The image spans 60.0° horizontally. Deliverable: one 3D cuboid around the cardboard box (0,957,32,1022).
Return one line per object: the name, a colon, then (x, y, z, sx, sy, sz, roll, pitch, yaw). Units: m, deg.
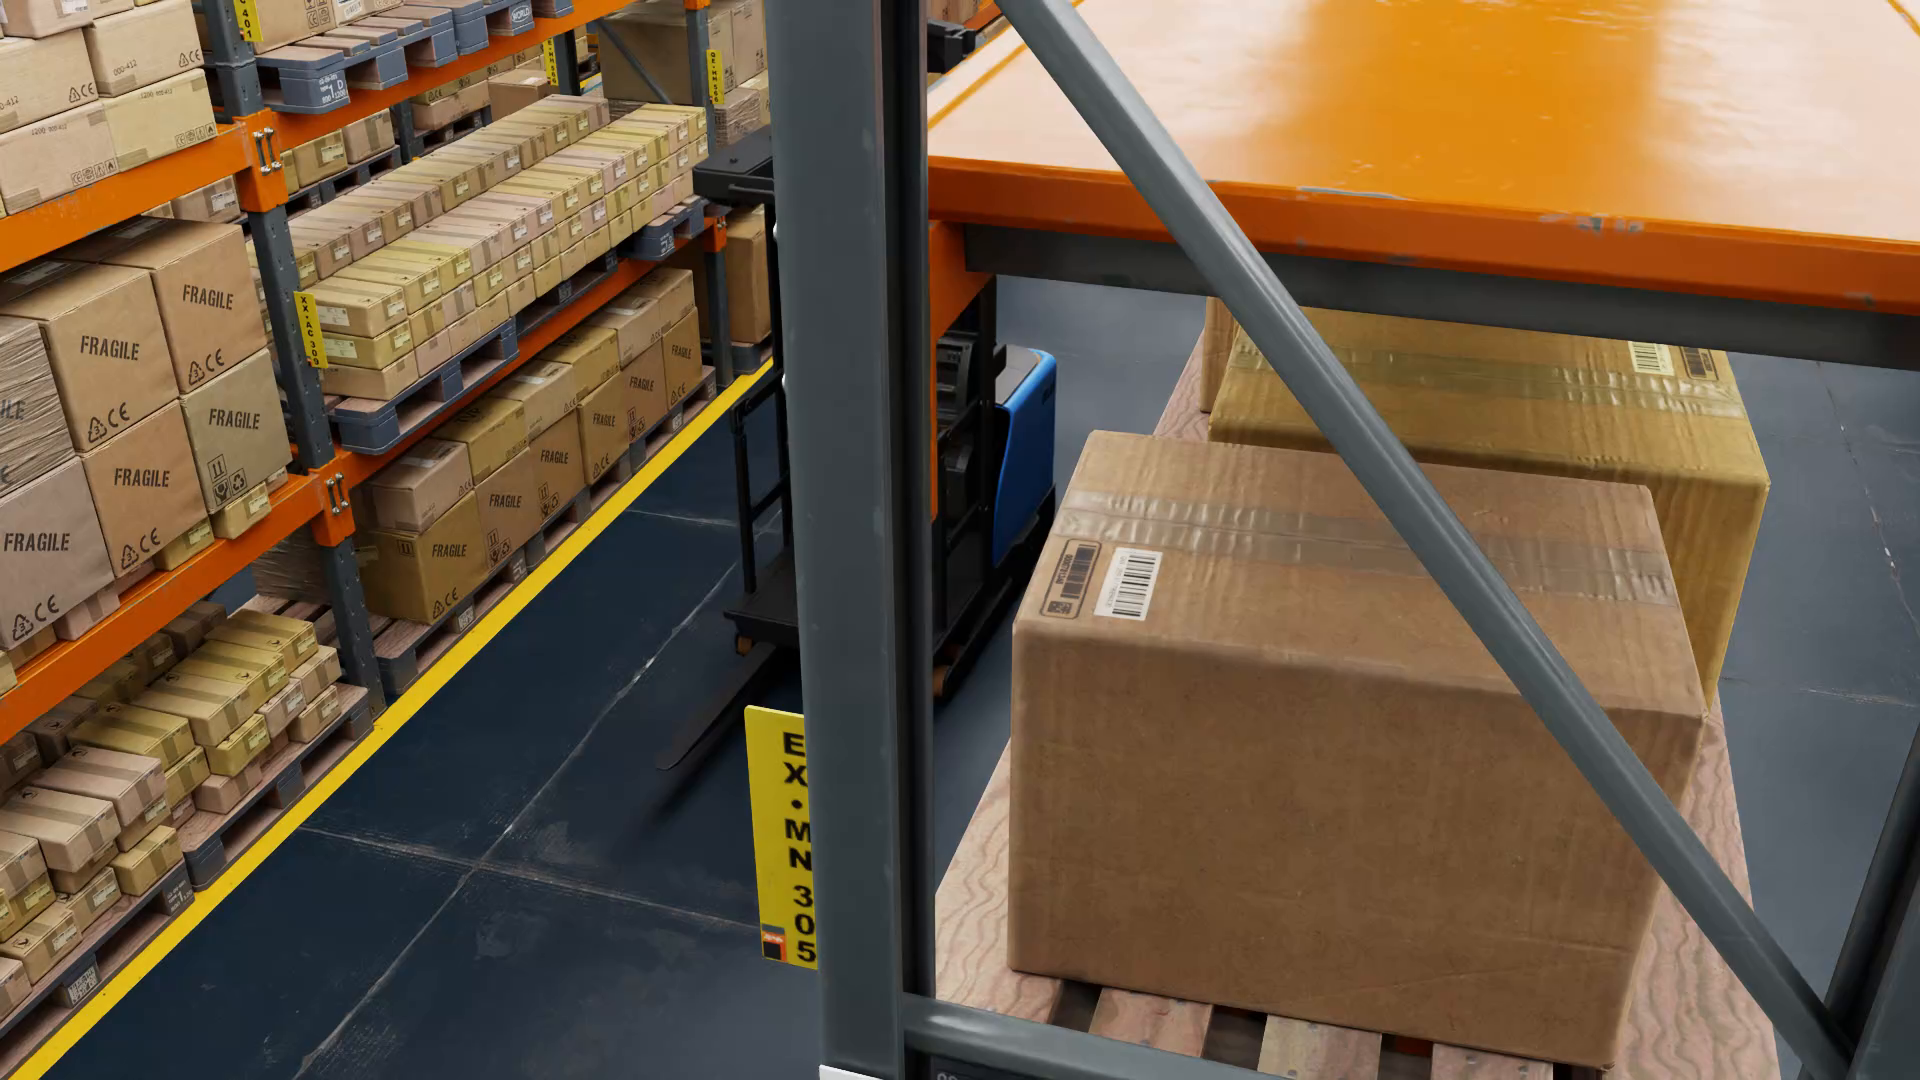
cardboard box: (-3.515, 1.580, 5.825, 0.380, 0.149, 0.250, 7, 30, 12)

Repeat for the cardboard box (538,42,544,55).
cardboard box: (-4.561, -5.449, 17.584, 0.500, 0.500, 0.500, 10, 31, 17)

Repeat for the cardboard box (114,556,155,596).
cardboard box: (-3.294, 0.081, 6.276, 0.380, 0.149, 0.250, 8, 30, 13)

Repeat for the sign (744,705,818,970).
sign: (-0.162, 0.311, 1.690, 0.100, 0.325, 0.005, 8, 30, 15)

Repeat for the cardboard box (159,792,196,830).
cardboard box: (-3.340, 1.084, 6.717, 0.380, 0.149, 0.250, 8, 30, 14)

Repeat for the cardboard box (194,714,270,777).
cardboard box: (-3.103, 0.823, 6.879, 0.380, 0.149, 0.250, 7, 30, 13)

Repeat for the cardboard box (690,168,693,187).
cardboard box: (-1.717, -2.193, 9.933, 0.380, 0.149, 0.250, 9, 30, 16)

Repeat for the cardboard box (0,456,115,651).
cardboard box: (-3.358, 0.008, 5.741, 0.500, 0.500, 0.500, 8, 30, 15)

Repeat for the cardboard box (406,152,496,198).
cardboard box: (-2.716, -1.950, 8.884, 0.380, 0.149, 0.250, 9, 30, 16)

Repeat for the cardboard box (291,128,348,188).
cardboard box: (-5.958, -3.389, 14.528, 0.950, 0.372, 0.625, 10, 31, 18)

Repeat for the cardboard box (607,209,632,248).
cardboard box: (-2.021, -1.718, 9.079, 0.380, 0.149, 0.250, 7, 30, 13)

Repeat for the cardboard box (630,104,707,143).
cardboard box: (-1.717, -2.455, 9.792, 0.380, 0.149, 0.250, 7, 30, 13)

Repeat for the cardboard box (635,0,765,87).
cardboard box: (-1.723, -3.337, 11.032, 0.700, 0.500, 0.500, 8, 30, 14)

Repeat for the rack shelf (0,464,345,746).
rack shelf: (-3.773, 0.688, 5.667, 1.077, 0.370, 4.000, 8, 30, 15)

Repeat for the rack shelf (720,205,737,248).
rack shelf: (-1.424, -3.029, 12.350, 1.077, 0.370, 4.000, 8, 30, 15)

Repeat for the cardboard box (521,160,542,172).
cardboard box: (-2.572, -2.054, 9.377, 0.380, 0.149, 0.250, 9, 30, 15)

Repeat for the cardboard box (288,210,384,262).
cardboard box: (-3.022, -1.470, 8.022, 0.380, 0.149, 0.250, 8, 30, 15)

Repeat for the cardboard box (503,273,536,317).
cardboard box: (-2.328, -1.227, 8.196, 0.380, 0.149, 0.250, 7, 30, 13)

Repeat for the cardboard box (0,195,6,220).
cardboard box: (-3.378, -1.068, 5.152, 0.500, 0.250, 0.500, 8, 30, 14)

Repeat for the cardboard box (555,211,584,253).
cardboard box: (-2.173, -1.604, 8.568, 0.380, 0.149, 0.250, 8, 30, 14)

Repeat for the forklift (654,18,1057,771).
forklift: (-0.460, -0.755, 7.592, 1.130, 2.935, 3.031, 10, 31, 18)

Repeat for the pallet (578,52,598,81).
pallet: (-4.719, -5.165, 18.318, 1.003, 0.211, 1.213, 8, 30, 15)

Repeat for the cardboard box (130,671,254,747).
cardboard box: (-3.144, 0.691, 6.812, 0.380, 0.149, 0.250, 8, 30, 14)

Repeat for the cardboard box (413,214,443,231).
cardboard box: (-2.874, -1.585, 8.535, 0.380, 0.149, 0.250, 9, 30, 15)

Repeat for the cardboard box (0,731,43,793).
cardboard box: (-3.857, 0.853, 6.520, 0.380, 0.149, 0.250, 9, 30, 16)

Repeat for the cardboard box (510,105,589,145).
cardboard box: (-2.409, -2.436, 9.757, 0.380, 0.149, 0.250, 8, 30, 14)

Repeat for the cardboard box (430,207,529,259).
cardboard box: (-2.326, -1.490, 8.058, 0.380, 0.149, 0.250, 8, 30, 14)

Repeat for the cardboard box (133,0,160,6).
cardboard box: (-3.016, -2.009, 5.920, 0.380, 0.149, 0.250, 7, 30, 13)

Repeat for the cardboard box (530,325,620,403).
cardboard box: (-2.264, -1.008, 9.344, 0.500, 0.250, 0.500, 9, 30, 16)

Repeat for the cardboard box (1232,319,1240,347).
cardboard box: (0.840, -0.264, 2.916, 0.700, 0.500, 0.500, 6, 30, 11)

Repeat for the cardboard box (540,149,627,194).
cardboard box: (-2.021, -1.981, 8.940, 0.380, 0.149, 0.250, 9, 30, 15)

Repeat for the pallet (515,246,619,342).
pallet: (-2.553, -1.405, 8.887, 1.003, 0.211, 1.213, 8, 30, 15)

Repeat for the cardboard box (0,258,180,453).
cardboard box: (-3.212, -0.668, 5.928, 0.500, 0.500, 0.500, 8, 30, 13)

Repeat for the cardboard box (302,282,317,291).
cardboard box: (-3.181, -1.095, 7.653, 0.380, 0.149, 0.250, 9, 30, 15)

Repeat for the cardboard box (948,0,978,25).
cardboard box: (-0.330, -5.005, 15.007, 0.875, 0.550, 0.550, 8, 30, 15)

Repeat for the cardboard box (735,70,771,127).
cardboard box: (-1.475, -2.865, 11.211, 0.500, 0.500, 0.500, 8, 30, 14)

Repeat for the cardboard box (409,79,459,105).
cardboard box: (-5.168, -4.478, 15.839, 0.500, 0.500, 0.500, 10, 31, 17)

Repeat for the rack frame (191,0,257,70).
rack frame: (-3.185, -3.177, 5.704, 1.000, 3.000, 0.127, 8, 30, 15)

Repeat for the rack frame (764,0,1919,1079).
rack frame: (0.349, -0.564, 1.007, 0.949, 2.616, 0.053, 8, 30, 15)

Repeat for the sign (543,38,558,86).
sign: (-2.543, -2.998, 10.362, 0.100, 0.325, 0.005, 8, 30, 15)

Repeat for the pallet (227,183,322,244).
pallet: (-6.182, -2.783, 14.036, 1.003, 0.211, 1.213, 8, 30, 15)

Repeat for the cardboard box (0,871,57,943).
cardboard box: (-3.544, 1.287, 6.046, 0.380, 0.149, 0.250, 10, 31, 17)

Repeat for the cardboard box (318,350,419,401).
cardboard box: (-2.630, -0.747, 7.333, 0.380, 0.149, 0.250, 7, 30, 12)

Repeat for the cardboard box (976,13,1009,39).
cardboard box: (-0.055, -4.653, 16.283, 0.875, 0.875, 0.875, 8, 30, 14)

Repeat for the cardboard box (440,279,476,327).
cardboard box: (-2.481, -1.117, 7.693, 0.380, 0.149, 0.250, 9, 30, 16)

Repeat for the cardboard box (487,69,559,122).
cardboard box: (-3.889, -3.931, 15.023, 0.500, 0.500, 0.500, 8, 30, 15)

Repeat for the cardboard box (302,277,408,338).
cardboard box: (-2.630, -1.007, 7.188, 0.380, 0.149, 0.250, 10, 31, 17)

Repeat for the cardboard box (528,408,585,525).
cardboard box: (-2.420, -0.444, 9.101, 0.500, 0.500, 0.500, 9, 30, 16)

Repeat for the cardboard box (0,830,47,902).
cardboard box: (-3.531, 1.166, 5.957, 0.380, 0.149, 0.250, 9, 30, 15)

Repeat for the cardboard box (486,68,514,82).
cardboard box: (-4.869, -4.647, 16.914, 0.500, 0.250, 0.500, 8, 30, 14)

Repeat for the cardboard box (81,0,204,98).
cardboard box: (-3.078, -1.768, 5.898, 0.500, 0.250, 0.500, 7, 30, 12)

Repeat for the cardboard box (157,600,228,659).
cardboard box: (-3.485, 0.378, 7.374, 0.380, 0.149, 0.250, 10, 31, 17)

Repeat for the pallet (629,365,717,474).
pallet: (-2.242, -0.833, 10.530, 1.003, 0.211, 1.213, 8, 30, 15)

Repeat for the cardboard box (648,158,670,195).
cardboard box: (-1.873, -2.076, 9.418, 0.380, 0.149, 0.250, 9, 30, 16)

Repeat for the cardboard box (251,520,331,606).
cardboard box: (-3.209, -0.026, 8.351, 0.500, 0.500, 0.500, 8, 30, 14)

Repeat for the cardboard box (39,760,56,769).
cardboard box: (-3.705, 0.874, 6.789, 0.380, 0.149, 0.250, 7, 30, 12)
